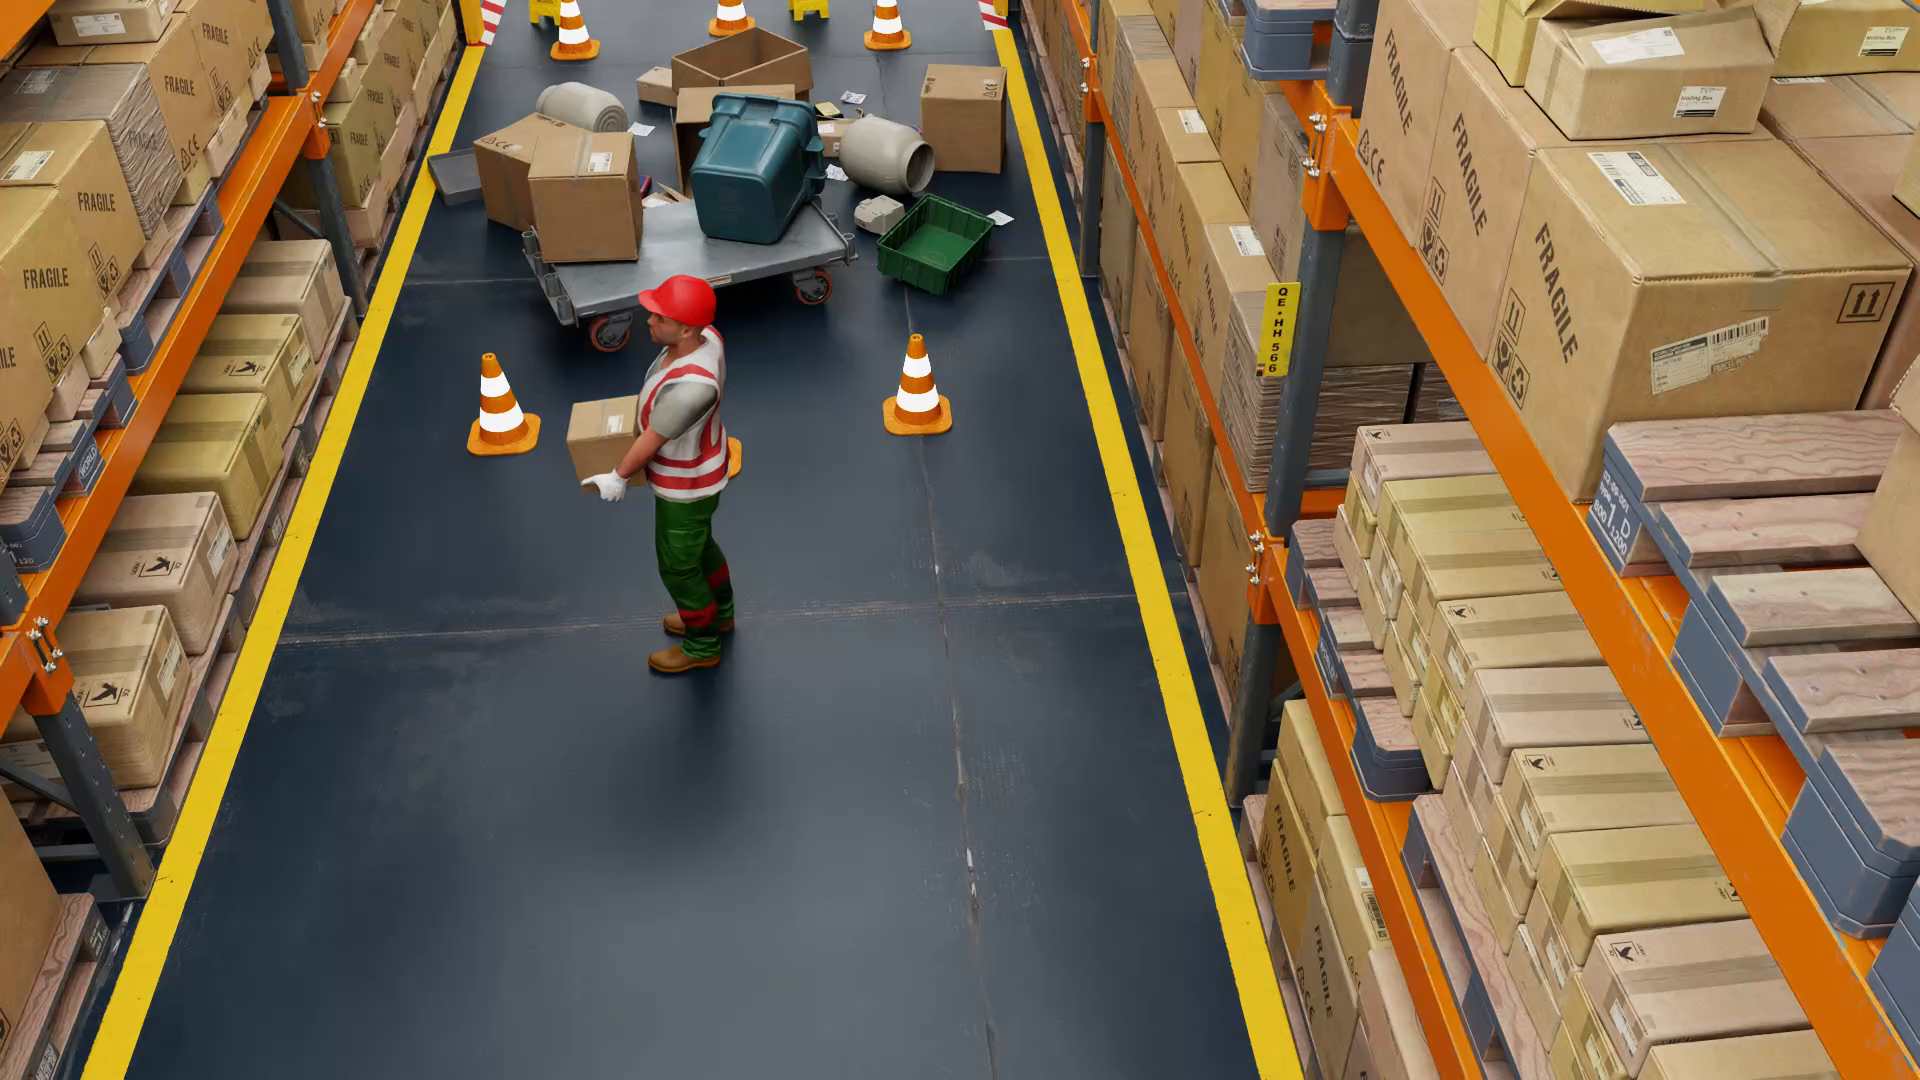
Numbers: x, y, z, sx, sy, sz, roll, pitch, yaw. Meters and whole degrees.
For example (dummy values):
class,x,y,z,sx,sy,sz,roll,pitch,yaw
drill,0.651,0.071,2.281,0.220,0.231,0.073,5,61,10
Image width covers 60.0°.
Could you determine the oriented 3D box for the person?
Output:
class,x,y,z,sx,sy,sz,roll,pitch,yaw
person,-1.153,-0.232,6.429,0.570,1.782,0.493,-3,39,-3
